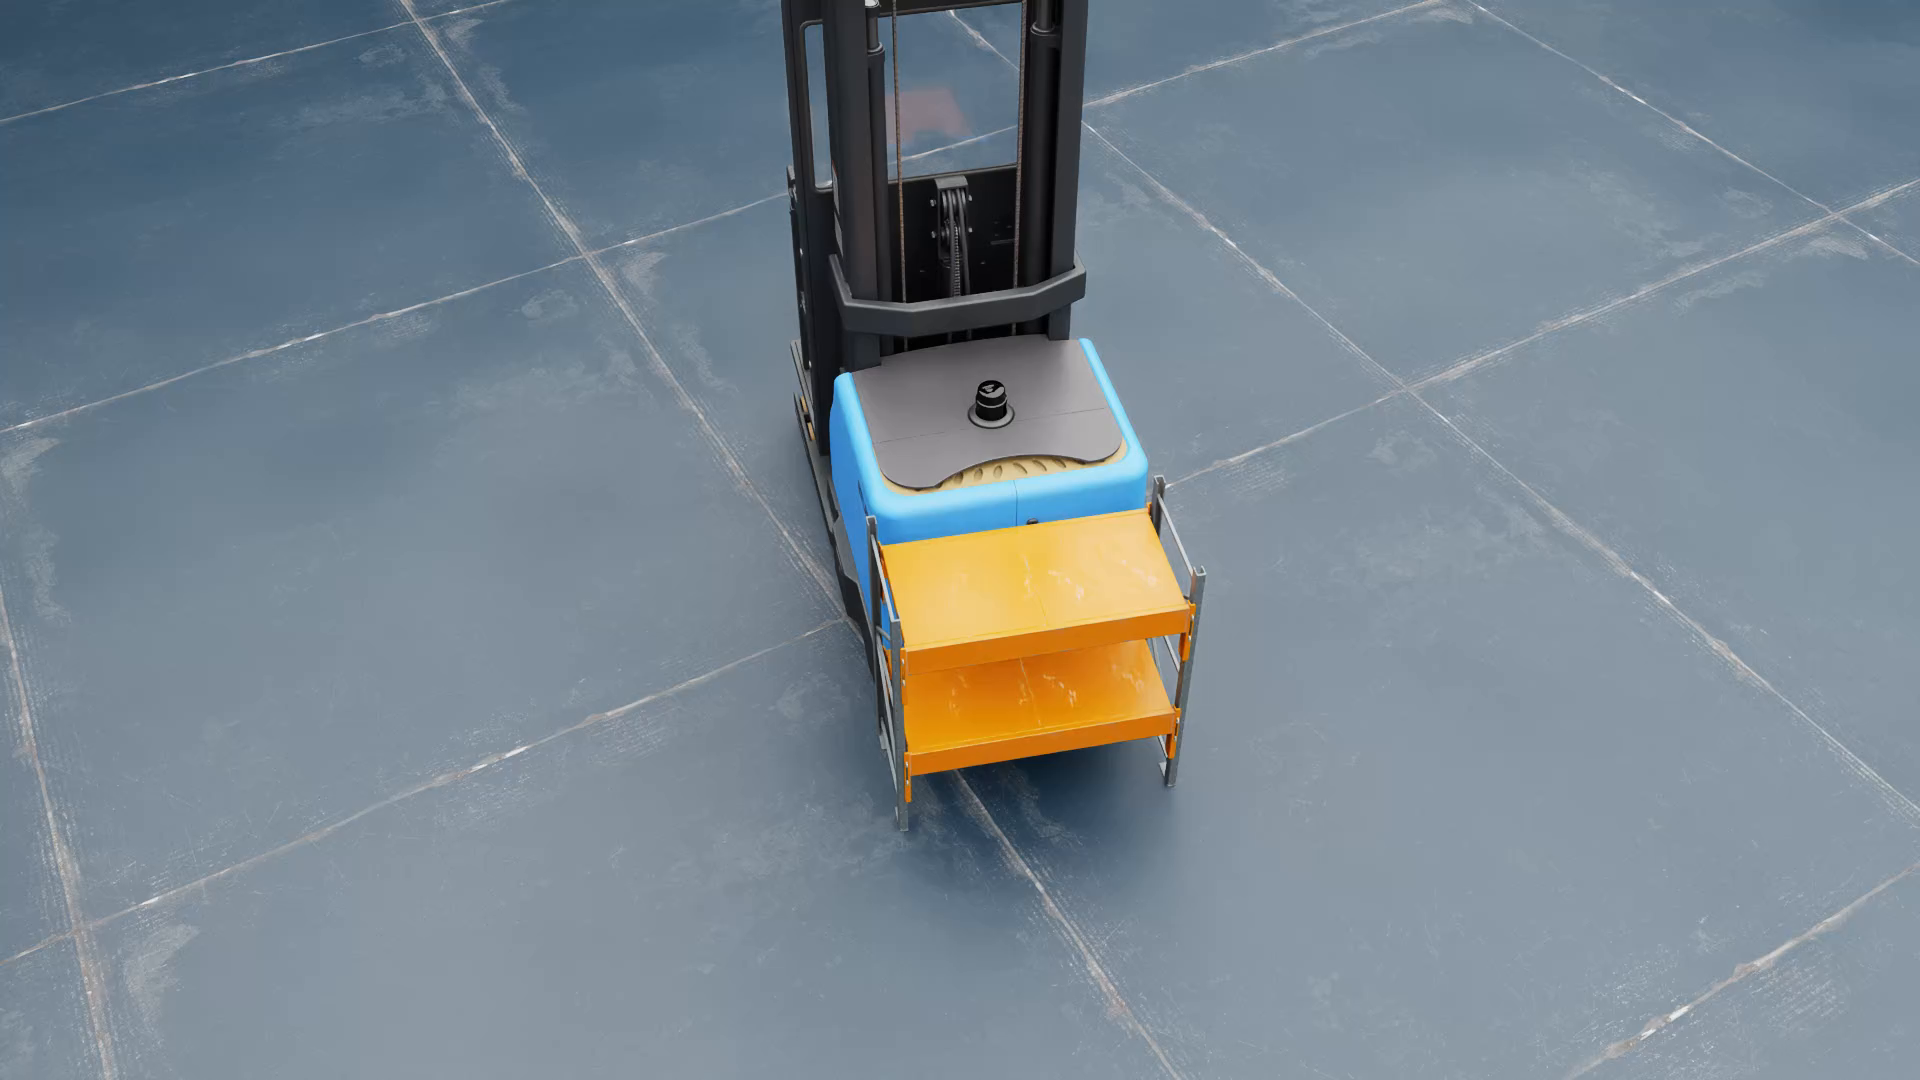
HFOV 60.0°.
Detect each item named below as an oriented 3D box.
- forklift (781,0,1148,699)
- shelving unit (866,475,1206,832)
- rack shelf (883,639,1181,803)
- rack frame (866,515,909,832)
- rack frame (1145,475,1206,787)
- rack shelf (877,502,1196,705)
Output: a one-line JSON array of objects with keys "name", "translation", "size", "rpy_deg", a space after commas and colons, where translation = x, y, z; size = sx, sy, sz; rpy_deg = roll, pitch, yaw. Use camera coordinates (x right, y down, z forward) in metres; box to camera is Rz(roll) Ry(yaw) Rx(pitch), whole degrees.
[{"name": "forklift", "translation": [-0.142, -1.474, 6.593], "size": [1.130, 2.935, 3.031], "rpy_deg": [-9, 45, -9]}, {"name": "shelving unit", "translation": [0.244, 0.420, 5.939], "size": [1.048, 1.125, 0.538], "rpy_deg": [-8, 45, -8]}, {"name": "rack shelf", "translation": [0.244, 0.596, 6.109], "size": [1.000, 0.278, 0.538], "rpy_deg": [-8, 45, -8]}, {"name": "rack frame", "translation": [-0.254, 0.492, 5.865], "size": [0.032, 1.125, 0.500], "rpy_deg": [-8, 45, -8]}, {"name": "rack frame", "translation": [0.742, 0.349, 6.012], "size": [0.032, 1.125, 0.500], "rpy_deg": [-8, 45, -8]}, {"name": "rack shelf", "translation": [0.244, 0.210, 5.735], "size": [1.000, 0.278, 0.538], "rpy_deg": [-8, 45, -8]}]
